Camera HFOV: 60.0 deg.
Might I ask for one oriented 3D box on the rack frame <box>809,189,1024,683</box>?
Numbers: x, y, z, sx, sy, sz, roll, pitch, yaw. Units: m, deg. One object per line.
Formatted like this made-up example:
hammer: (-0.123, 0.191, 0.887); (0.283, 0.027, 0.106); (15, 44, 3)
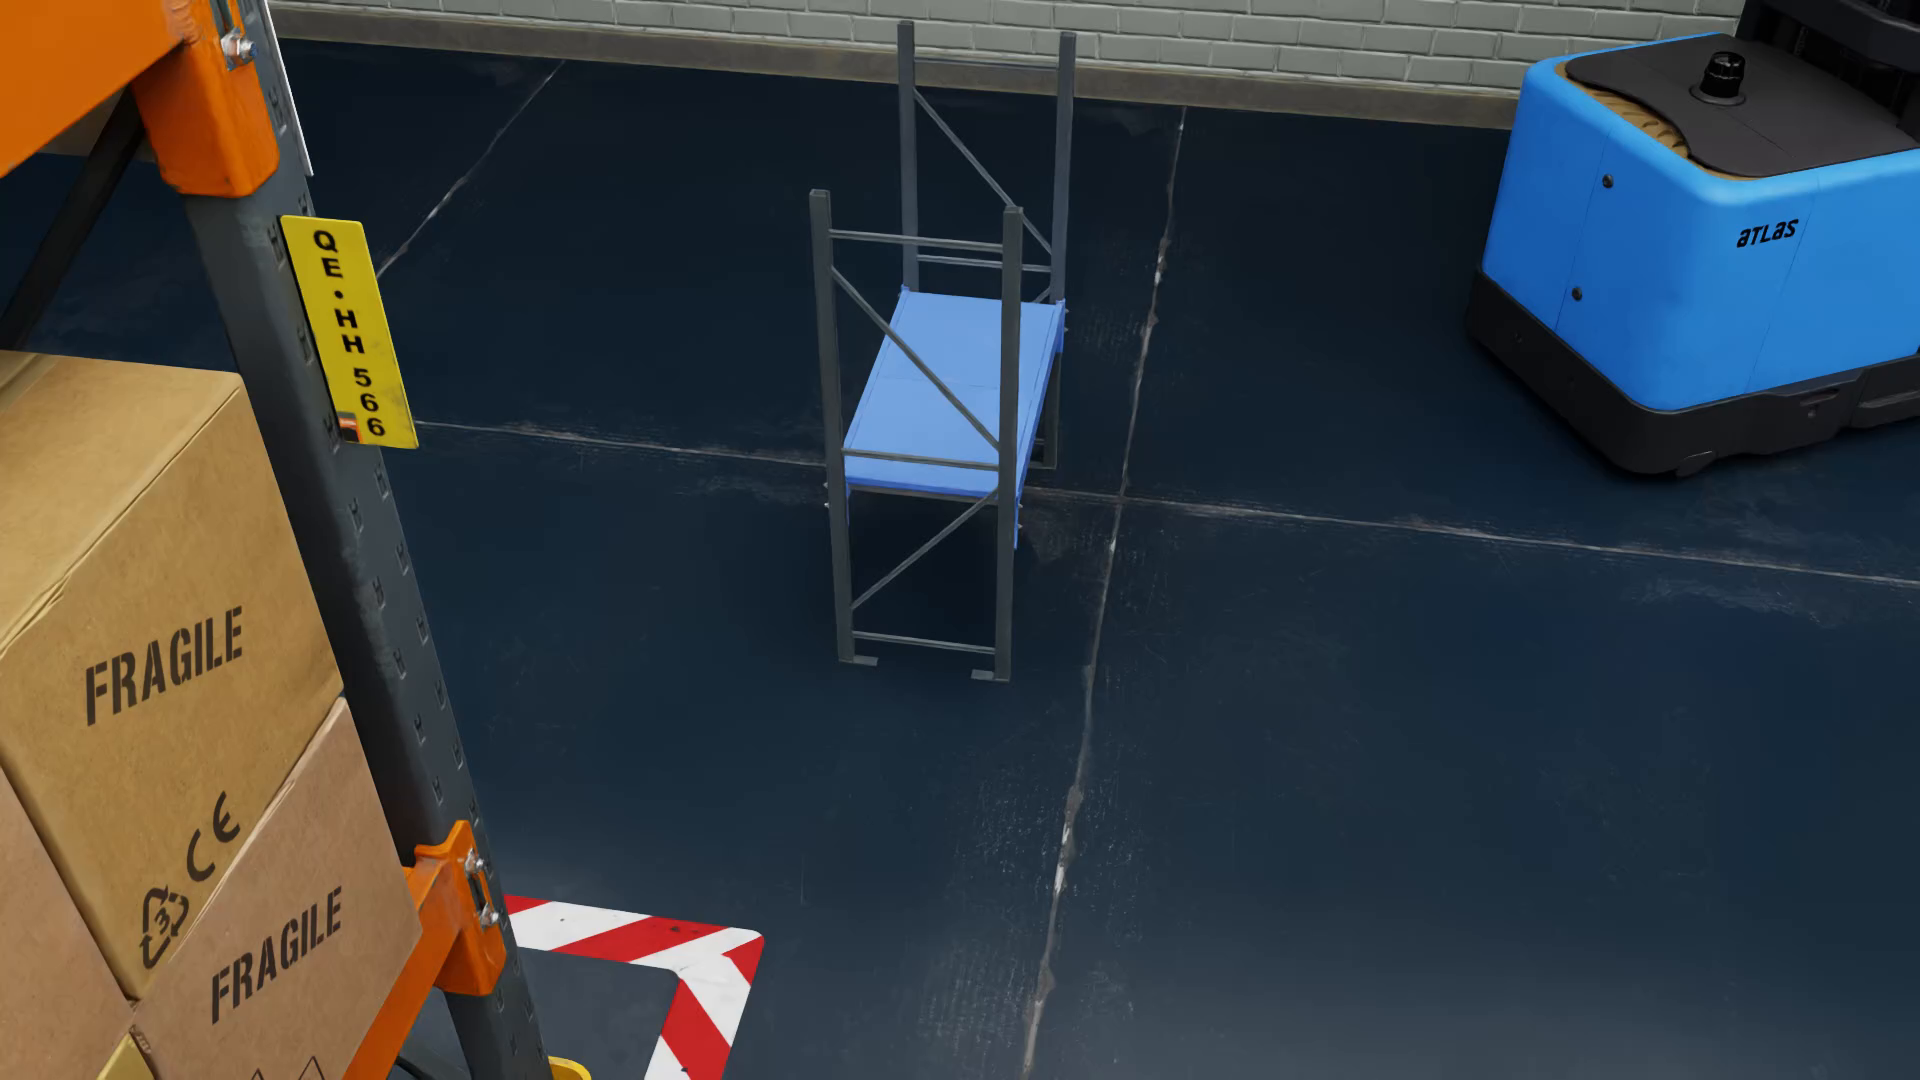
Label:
rack frame: (-0.103, -0.205, 4.321); (0.500, 1.500, 0.032); (6, 40, 8)

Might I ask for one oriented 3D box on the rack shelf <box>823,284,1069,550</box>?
rack shelf: (-0.015, -0.386, 4.822); (0.538, 0.185, 1.000); (6, 40, 8)

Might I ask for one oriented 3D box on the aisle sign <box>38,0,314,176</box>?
aisle sign: (-0.974, -0.765, 1.781); (0.394, 0.787, 0.004); (6, 40, 8)

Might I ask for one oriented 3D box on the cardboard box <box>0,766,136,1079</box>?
cardboard box: (-1.181, 0.449, 1.490); (0.500, 0.500, 0.500); (7, 40, 9)

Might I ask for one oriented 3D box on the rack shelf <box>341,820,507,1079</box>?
rack shelf: (-1.634, 1.779, 1.309); (1.077, 0.370, 4.000); (6, 40, 8)

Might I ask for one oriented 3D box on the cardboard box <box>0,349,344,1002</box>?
cardboard box: (-1.094, 0.132, 1.873); (0.500, 0.500, 0.500); (6, 40, 7)

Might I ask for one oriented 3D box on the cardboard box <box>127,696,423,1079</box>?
cardboard box: (-1.097, 0.519, 2.190); (0.500, 0.500, 0.500); (8, 40, 9)

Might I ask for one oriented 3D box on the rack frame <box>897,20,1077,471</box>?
rack frame: (0.073, -0.844, 5.093); (0.500, 1.500, 0.032); (6, 40, 8)

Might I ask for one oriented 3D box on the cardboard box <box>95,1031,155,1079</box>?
cardboard box: (-1.184, 0.845, 1.796); (0.500, 0.500, 0.500); (7, 40, 8)

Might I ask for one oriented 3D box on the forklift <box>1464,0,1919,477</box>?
forklift: (3.419, -1.908, 5.257); (3.031, 2.935, 1.130); (-13, 41, -15)

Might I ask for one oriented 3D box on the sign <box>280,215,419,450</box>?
sign: (-0.745, -0.248, 2.039); (0.100, 0.325, 0.005); (6, 40, 8)

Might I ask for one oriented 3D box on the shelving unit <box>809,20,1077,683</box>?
shelving unit: (-0.015, -0.524, 4.707); (0.538, 1.500, 1.048); (6, 40, 8)

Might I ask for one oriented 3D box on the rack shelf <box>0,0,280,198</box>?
rack shelf: (-1.634, 0.623, 0.353); (1.077, 0.370, 4.000); (6, 40, 8)

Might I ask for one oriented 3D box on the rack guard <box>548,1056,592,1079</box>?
rack guard: (-1.301, 1.257, 3.337); (1.175, 0.500, 0.348); (6, 40, 8)
